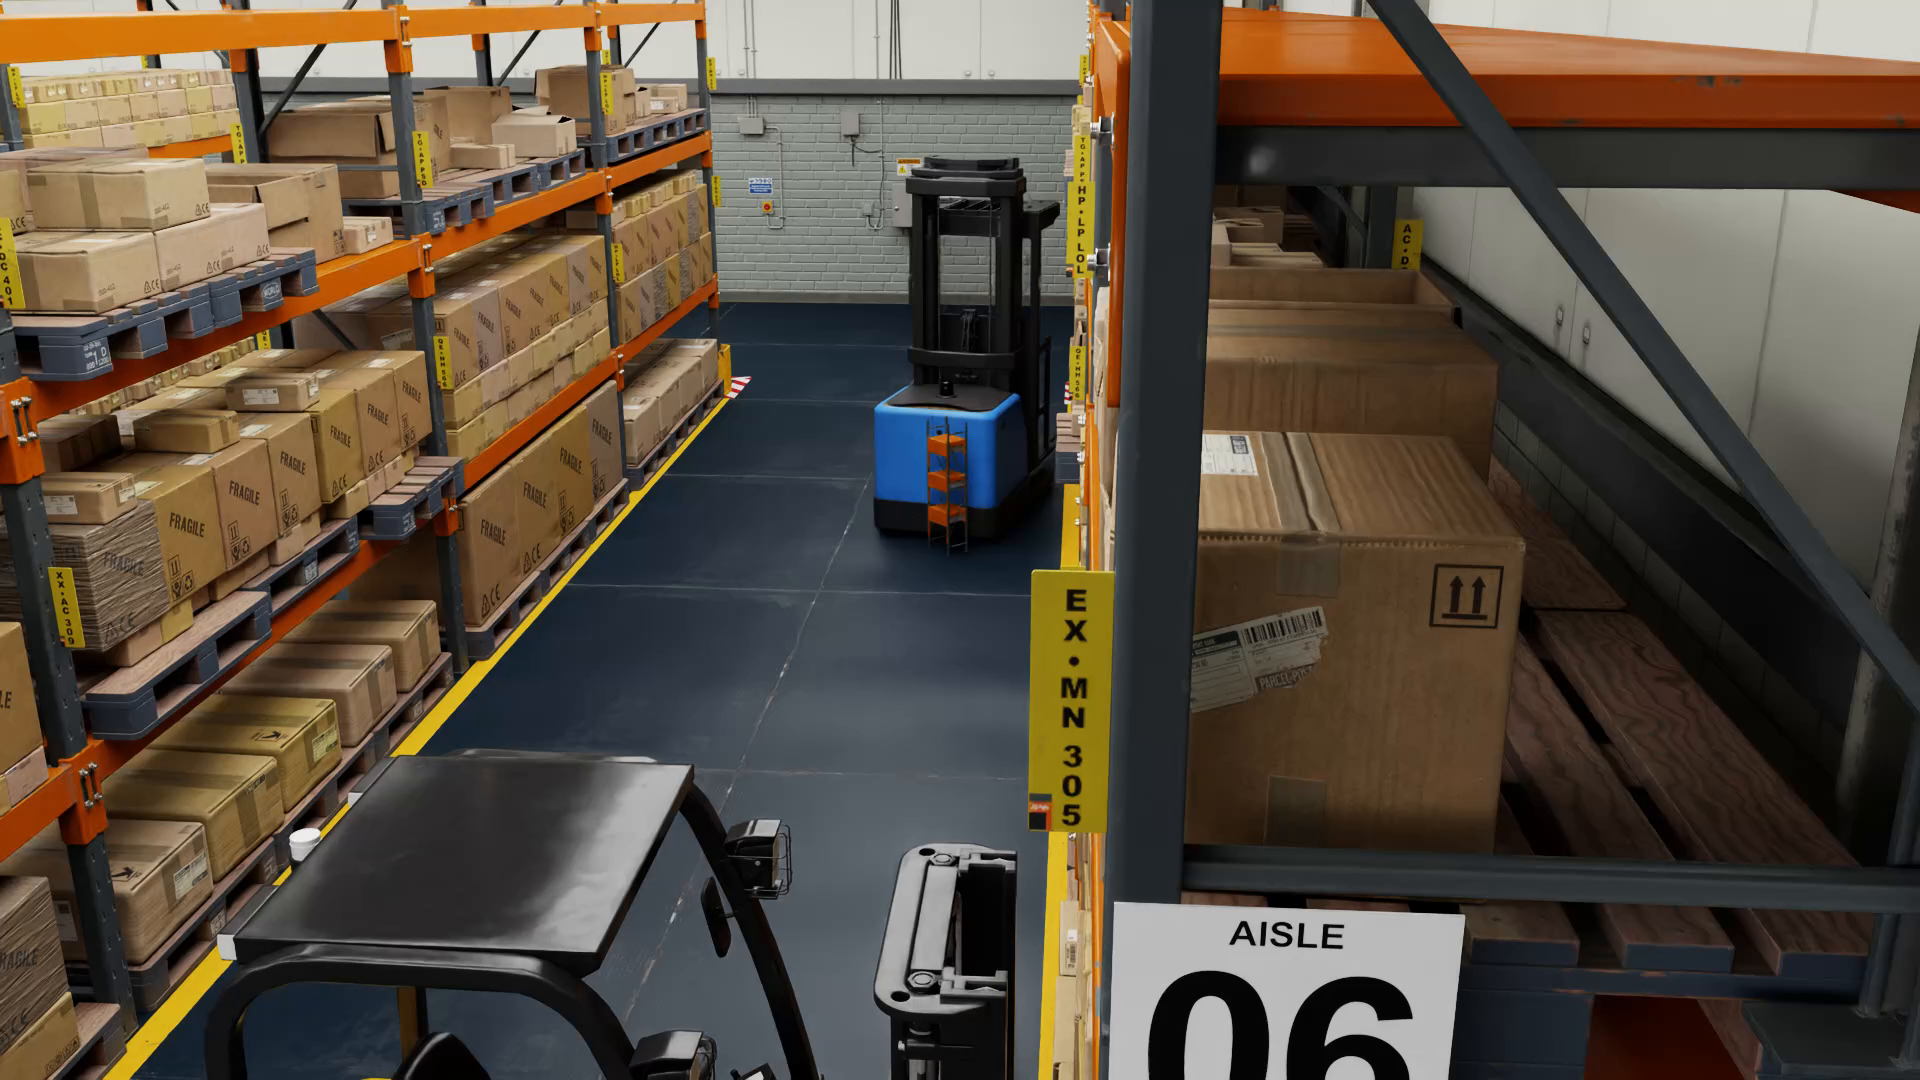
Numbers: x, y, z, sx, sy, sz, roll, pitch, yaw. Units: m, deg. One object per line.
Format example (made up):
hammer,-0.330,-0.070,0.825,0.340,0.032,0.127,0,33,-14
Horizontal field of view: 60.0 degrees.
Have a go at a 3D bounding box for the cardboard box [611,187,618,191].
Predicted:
cardboard box,-3.543,-3.388,16.139,0.380,0.149,0.250,1,18,4

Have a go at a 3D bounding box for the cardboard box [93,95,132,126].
cardboard box,-8.001,-3.947,15.273,0.500,0.250,0.500,2,18,5

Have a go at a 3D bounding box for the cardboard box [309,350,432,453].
cardboard box,-3.462,-0.821,9.797,0.500,0.500,0.500,1,18,2

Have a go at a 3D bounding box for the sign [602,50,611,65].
sign,-3.687,-4.957,17.385,0.100,0.325,0.005,1,18,4

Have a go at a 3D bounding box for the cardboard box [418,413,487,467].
cardboard box,-3.421,-0.655,10.845,0.500,0.250,0.500,1,18,3

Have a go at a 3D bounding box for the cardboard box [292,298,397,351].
cardboard box,-3.931,-1.269,10.711,0.500,0.500,0.500,1,18,2

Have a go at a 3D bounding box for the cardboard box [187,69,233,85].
cardboard box,-7.809,-4.815,17.280,0.380,0.149,0.250,1,18,3

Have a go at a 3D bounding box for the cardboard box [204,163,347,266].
cardboard box,-3.785,-1.758,8.994,0.700,0.500,0.500,1,18,4

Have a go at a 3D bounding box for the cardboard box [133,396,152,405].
cardboard box,-8.044,-1.318,16.055,0.380,0.149,0.250,2,18,6

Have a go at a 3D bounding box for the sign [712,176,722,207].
sign,-2.593,-3.711,17.690,0.100,0.325,0.005,1,18,4

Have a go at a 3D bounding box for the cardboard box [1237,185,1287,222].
cardboard box,1.448,-1.840,8.811,0.500,0.250,0.500,1,18,4

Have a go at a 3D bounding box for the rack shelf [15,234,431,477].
rack shelf,-3.851,-1.042,8.124,1.077,0.370,4.000,1,18,4

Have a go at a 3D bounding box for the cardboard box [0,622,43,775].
cardboard box,-3.778,0.617,6.083,0.500,0.500,0.500,1,18,3

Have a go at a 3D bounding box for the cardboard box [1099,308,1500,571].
cardboard box,0.632,-0.164,3.294,0.700,0.500,0.500,1,18,4

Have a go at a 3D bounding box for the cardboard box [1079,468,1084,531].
cardboard box,0.876,-0.186,8.612,0.500,0.250,0.500,1,18,3

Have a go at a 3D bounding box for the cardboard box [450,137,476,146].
cardboard box,-3.860,-2.951,12.494,0.380,0.166,0.250,0,18,0

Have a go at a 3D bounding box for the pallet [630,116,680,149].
pallet,-3.261,-3.837,15.641,1.003,0.211,1.213,1,18,4

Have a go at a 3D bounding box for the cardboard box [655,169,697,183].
cardboard box,-2.960,-3.779,17.331,0.380,0.149,0.250,2,18,5

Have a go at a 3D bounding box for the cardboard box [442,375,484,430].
cardboard box,-3.425,-0.898,10.783,0.500,0.250,0.500,1,18,4

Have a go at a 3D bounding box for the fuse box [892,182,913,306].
fuse box,-0.668,-4.112,23.223,0.539,1.711,0.414,1,18,4

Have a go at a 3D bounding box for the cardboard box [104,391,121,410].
cardboard box,-8.086,-1.295,15.506,0.380,0.149,0.250,1,18,3

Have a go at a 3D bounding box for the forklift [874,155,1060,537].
forklift,0.216,-1.835,14.315,1.130,2.935,3.031,5,19,16

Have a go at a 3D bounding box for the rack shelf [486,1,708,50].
rack shelf,-3.277,-4.762,15.302,1.077,0.370,4.000,1,18,4

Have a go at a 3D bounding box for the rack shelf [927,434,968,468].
rack shelf,-0.099,-0.681,12.937,0.215,0.259,0.240,-15,23,-38

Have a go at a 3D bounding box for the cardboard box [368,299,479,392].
cardboard box,-3.428,-1.250,10.654,0.500,0.500,0.500,1,18,2

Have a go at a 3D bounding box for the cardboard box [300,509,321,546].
cardboard box,-3.528,-0.070,8.547,0.380,0.149,0.250,1,18,2

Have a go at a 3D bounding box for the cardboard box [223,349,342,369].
cardboard box,-3.970,-0.833,9.836,0.500,0.500,0.500,1,18,2

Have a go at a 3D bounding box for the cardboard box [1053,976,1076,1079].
cardboard box,0.563,1.706,5.534,0.500,0.250,0.500,1,18,4

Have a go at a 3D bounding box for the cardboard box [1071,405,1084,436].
cardboard box,0.908,-0.763,10.662,0.380,0.149,0.250,2,18,5

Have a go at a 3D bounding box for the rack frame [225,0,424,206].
rack frame,-3.707,-3.430,9.440,1.000,3.000,0.127,1,18,4

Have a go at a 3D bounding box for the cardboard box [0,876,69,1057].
cardboard box,-3.769,1.603,6.250,0.500,0.500,0.500,1,18,3

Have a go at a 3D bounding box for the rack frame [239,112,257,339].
rack frame,-8.078,-3.143,18.199,1.000,3.000,0.127,1,18,4

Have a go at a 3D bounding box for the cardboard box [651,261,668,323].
cardboard box,-3.043,-2.320,15.525,0.500,0.500,0.500,1,18,4

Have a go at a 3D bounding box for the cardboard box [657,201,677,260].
cardboard box,-3.016,-2.959,15.870,0.500,0.500,0.500,1,18,4

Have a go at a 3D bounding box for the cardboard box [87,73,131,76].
cardboard box,-8.388,-4.510,16.349,0.380,0.149,0.250,2,18,5

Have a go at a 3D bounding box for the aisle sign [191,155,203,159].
aisle sign,-8.372,-4.408,17.883,0.394,0.787,0.004,1,18,4

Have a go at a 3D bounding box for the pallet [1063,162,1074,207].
pallet,1.343,-2.525,11.797,1.213,0.211,1.003,1,18,4

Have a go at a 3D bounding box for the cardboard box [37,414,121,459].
cardboard box,-4.153,-0.482,7.723,0.380,0.149,0.250,1,18,2

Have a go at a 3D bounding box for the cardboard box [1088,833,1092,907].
cardboard box,0.552,0.907,4.636,0.380,0.149,0.250,1,18,2

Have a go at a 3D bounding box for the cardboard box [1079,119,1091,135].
cardboard box,1.020,-2.844,11.559,0.380,0.149,0.250,1,18,4

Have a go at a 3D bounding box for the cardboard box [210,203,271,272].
cardboard box,-3.503,-1.378,7.560,0.500,0.250,0.500,1,18,3

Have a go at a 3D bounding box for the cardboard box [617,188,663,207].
cardboard box,-3.011,-3.218,15.617,0.380,0.149,0.250,1,18,4

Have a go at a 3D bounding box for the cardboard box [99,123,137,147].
cardboard box,-7.985,-3.710,15.352,0.500,0.250,0.500,2,18,6

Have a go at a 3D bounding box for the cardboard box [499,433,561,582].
cardboard box,-3.507,-0.259,12.134,0.875,0.875,0.875,2,18,5

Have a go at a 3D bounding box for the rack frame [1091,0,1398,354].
rack frame,0.957,-2.078,5.314,1.000,3.000,0.127,1,18,4

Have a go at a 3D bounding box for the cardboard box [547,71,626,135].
cardboard box,-3.169,-3.720,14.145,0.500,0.500,0.500,2,18,5

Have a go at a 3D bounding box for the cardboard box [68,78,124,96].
cardboard box,-7.960,-4.174,15.325,0.380,0.149,0.250,2,18,7

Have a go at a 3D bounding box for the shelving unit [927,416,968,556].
shelving unit,-0.099,-0.421,13.022,0.215,1.050,0.252,-15,23,-38

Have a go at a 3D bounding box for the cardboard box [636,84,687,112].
cardboard box,-3.076,-4.524,17.000,0.500,0.250,0.500,0,18,-1

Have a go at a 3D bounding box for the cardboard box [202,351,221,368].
cardboard box,-7.912,-1.862,17.236,0.380,0.149,0.250,1,18,2

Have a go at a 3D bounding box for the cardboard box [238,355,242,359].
cardboard box,-7.904,-1.879,17.767,0.380,0.149,0.250,1,18,3

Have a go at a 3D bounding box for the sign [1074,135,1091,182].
sign,0.703,-2.154,9.531,0.100,0.325,0.005,1,18,4

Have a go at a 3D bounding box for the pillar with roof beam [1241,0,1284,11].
pillar with roof beam,-1.814,-4.855,13.789,9.100,9.000,0.400,1,18,4

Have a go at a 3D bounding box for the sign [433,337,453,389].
sign,-3.165,-1.083,10.178,0.100,0.325,0.005,1,18,4

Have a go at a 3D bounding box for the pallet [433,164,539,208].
pallet,-3.637,-2.464,11.611,1.003,0.211,1.213,2,18,6

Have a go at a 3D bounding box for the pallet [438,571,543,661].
pallet,-3.576,0.502,11.551,1.003,0.211,1.213,1,18,4

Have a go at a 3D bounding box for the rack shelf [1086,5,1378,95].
rack shelf,1.101,-2.168,7.384,1.077,0.370,4.000,1,18,4
